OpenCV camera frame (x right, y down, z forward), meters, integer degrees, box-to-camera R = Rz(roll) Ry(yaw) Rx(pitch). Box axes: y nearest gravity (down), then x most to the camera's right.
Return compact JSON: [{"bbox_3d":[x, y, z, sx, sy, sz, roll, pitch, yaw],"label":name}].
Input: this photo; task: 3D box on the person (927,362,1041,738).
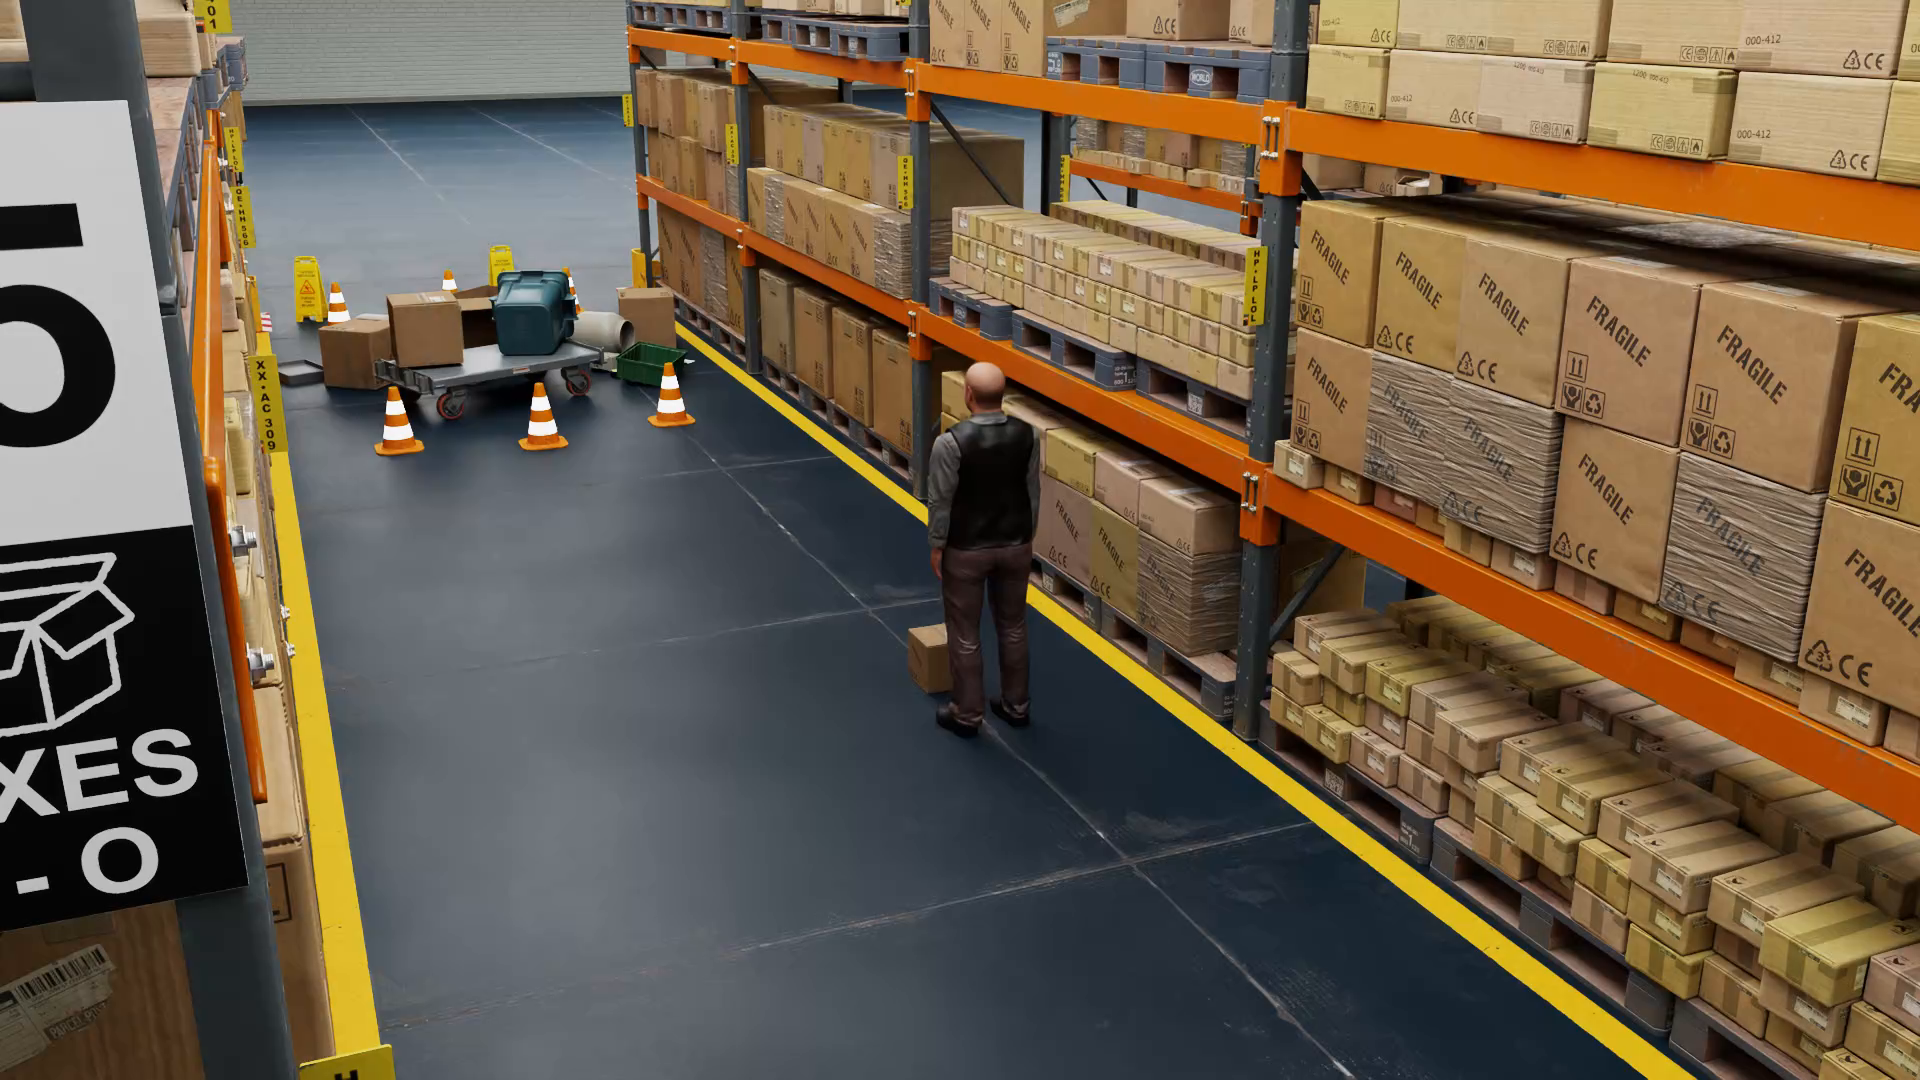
[{"bbox_3d":[0.097,0.038,7.489,0.532,1.721,0.355,-7,20,-20],"label":"person"}]
